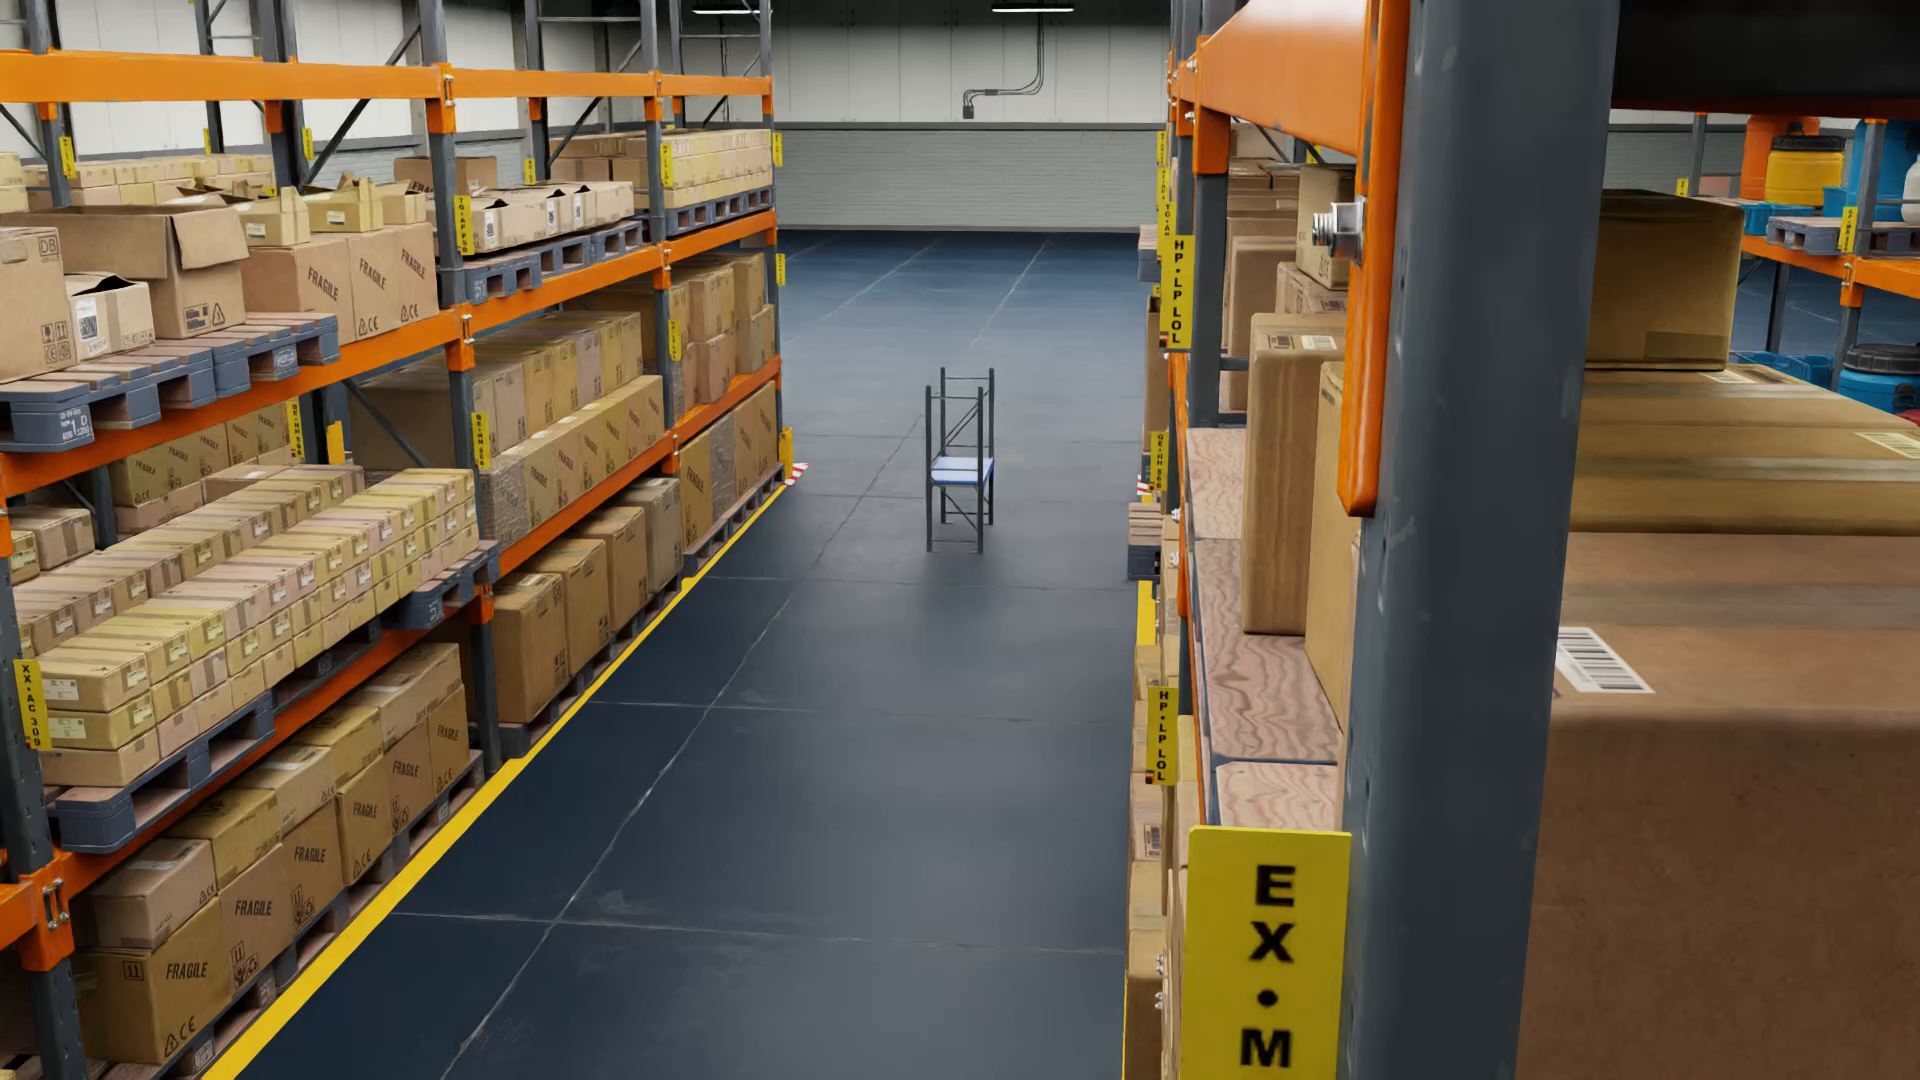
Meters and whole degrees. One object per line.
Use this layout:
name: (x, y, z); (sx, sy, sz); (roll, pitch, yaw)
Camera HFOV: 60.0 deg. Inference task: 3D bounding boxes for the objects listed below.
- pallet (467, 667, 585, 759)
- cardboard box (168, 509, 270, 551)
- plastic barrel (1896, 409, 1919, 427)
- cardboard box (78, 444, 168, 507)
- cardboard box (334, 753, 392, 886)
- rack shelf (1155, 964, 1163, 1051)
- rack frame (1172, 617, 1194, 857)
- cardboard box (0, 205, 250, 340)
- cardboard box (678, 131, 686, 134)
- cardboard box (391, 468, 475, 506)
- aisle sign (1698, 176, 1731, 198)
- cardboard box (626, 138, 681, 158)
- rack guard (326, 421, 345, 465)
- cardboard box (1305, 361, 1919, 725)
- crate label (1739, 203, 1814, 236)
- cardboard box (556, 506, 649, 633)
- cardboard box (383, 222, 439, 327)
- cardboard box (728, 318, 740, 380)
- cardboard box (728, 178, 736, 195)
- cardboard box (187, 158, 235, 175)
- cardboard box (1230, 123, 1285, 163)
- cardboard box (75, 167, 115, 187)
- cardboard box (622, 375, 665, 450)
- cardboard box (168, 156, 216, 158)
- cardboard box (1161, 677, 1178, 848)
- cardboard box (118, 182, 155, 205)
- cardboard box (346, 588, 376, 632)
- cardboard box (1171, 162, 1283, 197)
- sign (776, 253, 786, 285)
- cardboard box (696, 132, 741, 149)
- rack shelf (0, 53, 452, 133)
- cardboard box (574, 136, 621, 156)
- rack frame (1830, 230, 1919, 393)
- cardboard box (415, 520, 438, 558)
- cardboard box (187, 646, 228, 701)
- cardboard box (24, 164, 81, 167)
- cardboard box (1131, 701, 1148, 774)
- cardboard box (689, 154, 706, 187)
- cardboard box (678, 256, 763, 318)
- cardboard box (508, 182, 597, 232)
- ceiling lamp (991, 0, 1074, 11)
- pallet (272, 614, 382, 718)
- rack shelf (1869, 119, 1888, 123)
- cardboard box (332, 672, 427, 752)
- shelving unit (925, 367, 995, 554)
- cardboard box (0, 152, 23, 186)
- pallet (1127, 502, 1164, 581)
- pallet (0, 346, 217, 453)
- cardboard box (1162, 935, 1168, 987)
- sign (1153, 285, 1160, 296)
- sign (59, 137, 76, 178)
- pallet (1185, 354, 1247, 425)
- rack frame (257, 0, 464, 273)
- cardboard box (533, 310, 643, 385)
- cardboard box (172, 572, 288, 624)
pallet: (-3.129, 1.079, 10.854); (1.003, 0.211, 1.213); (2, 15, 6)
cardboard box: (-3.657, -0.047, 8.214); (0.380, 0.149, 0.250); (2, 15, 9)
plastic barrel: (6.671, -0.608, 11.491); (0.433, 0.535, 0.433); (0, 15, 0)
cardboard box: (-7.437, -0.604, 14.764); (0.500, 0.500, 0.500); (2, 15, 9)
cardboard box: (-3.213, 1.390, 8.348); (0.500, 0.500, 0.500); (1, 15, 4)
rack shelf: (0.947, 2.011, 3.444); (1.077, 0.370, 4.000); (2, 15, 6)
rack frame: (1.172, 1.145, 5.269); (1.000, 3.000, 0.127); (2, 15, 6)
cardboard box: (-3.440, -1.125, 6.913); (0.797, 0.503, 0.637); (1, 15, 6)
cardboard box: (-2.831, -3.828, 15.872); (0.380, 0.149, 0.250); (2, 15, 7)
cardboard box: (-2.893, -0.293, 9.123); (0.380, 0.149, 0.250); (1, 15, 4)
aisle sign: (7.165, -3.104, 16.001); (0.394, 0.787, 0.004); (2, 15, 6)
cardboard box: (-2.463, -3.149, 13.361); (0.380, 0.149, 0.250); (2, 15, 7)
rack guard: (-7.329, -1.033, 18.111); (1.175, 0.500, 0.348); (2, 15, 6)
cardboard box: (0.920, 0.021, 2.492); (0.700, 0.500, 0.500); (1, 15, 2)
crate label: (6.908, -2.722, 14.108); (0.502, 0.251, 0.408); (2, 15, 6)
cardboard box: (-2.935, 0.195, 12.288); (1.050, 0.750, 0.750); (2, 15, 6)
cardboard box: (-3.105, -1.405, 8.762); (0.500, 0.500, 0.500); (2, 15, 6)
cardboard box: (-2.616, -1.830, 15.982); (0.875, 0.550, 0.550); (2, 15, 6)
cardboard box: (-2.264, -3.225, 15.171); (0.380, 0.149, 0.250); (2, 15, 7)
cardboard box: (-7.257, -3.614, 16.077); (0.380, 0.149, 0.250); (2, 15, 6)
cardboard box: (2.603, -3.439, 14.756); (0.500, 0.500, 0.500); (2, 15, 6)
cardboard box: (-7.411, -3.074, 14.078); (0.380, 0.149, 0.250); (2, 15, 8)
cardboard box: (-2.635, -1.007, 13.036); (0.500, 0.500, 0.500); (2, 15, 6)
cardboard box: (-7.665, -3.756, 16.600); (0.380, 0.149, 0.250); (2, 15, 6)
cardboard box: (1.017, 0.839, 6.208); (0.500, 0.500, 0.500); (2, 15, 8)
cardboard box: (-7.401, -2.981, 14.499); (0.500, 0.250, 0.500); (2, 15, 6)
cardboard box: (-3.042, 0.328, 7.968); (0.380, 0.149, 0.250); (2, 15, 8)
cardboard box: (1.818, -2.267, 11.138); (0.797, 0.503, 0.637); (2, 15, 9)
sign: (-1.853, -2.793, 17.161); (0.100, 0.325, 0.005); (2, 15, 6)
cardboard box: (-2.235, -3.675, 15.306); (0.380, 0.149, 0.250); (1, 15, 5)
rack shelf: (-3.519, -1.902, 7.187); (1.077, 0.370, 4.000); (2, 15, 6)
cardboard box: (-3.060, -3.300, 13.917); (0.380, 0.149, 0.250); (2, 15, 6)
rack frame: (6.997, -0.784, 12.402); (1.000, 3.000, 0.127); (2, 15, 6)
cardboard box: (-2.952, -0.011, 8.649); (0.380, 0.149, 0.250); (2, 15, 8)
cardboard box: (-3.187, 0.525, 6.669); (0.380, 0.149, 0.250); (2, 15, 8)
cardboard box: (-7.982, -3.228, 14.647); (0.380, 0.149, 0.250); (2, 15, 8)
cardboard box: (1.417, 1.340, 7.814); (1.225, 0.875, 0.875); (2, 15, 6)
cardboard box: (-2.453, -3.122, 14.023); (0.500, 0.250, 0.500); (2, 15, 6)
cardboard box: (-2.441, -2.493, 16.366); (0.875, 0.550, 0.550); (2, 15, 6)
cardboard box: (-2.821, -2.297, 11.426); (0.500, 0.311, 0.500); (1, 15, 4)
ceiling lamp: (1.784, -14.385, 40.027); (2.000, 3.185, 0.800); (2, 15, 6)
pallet: (-3.476, 0.543, 7.864); (1.003, 0.211, 1.213); (2, 15, 6)
rack shelf: (6.771, -2.621, 9.847); (1.077, 0.370, 4.000); (2, 15, 6)
cardboard box: (-3.156, 0.894, 8.746); (0.500, 0.250, 0.500); (2, 15, 7)
shelving unit: (0.010, -0.746, 15.136); (0.538, 1.500, 1.048); (2, 15, 6)
cardboard box: (-7.710, -2.887, 12.960); (0.500, 0.250, 0.500); (2, 15, 8)
pallet: (1.598, 0.012, 9.825); (1.213, 0.211, 1.003); (2, 15, 6)
pallet: (-3.569, -0.542, 6.119); (1.213, 0.211, 1.003); (2, 15, 6)
cardboard box: (0.809, 1.333, 5.054); (0.380, 0.149, 0.250); (2, 15, 6)
sign: (1.987, -2.401, 16.725); (0.100, 0.325, 0.005); (2, 15, 6)
sign: (-7.220, -3.094, 13.454); (0.100, 0.325, 0.005); (2, 15, 6)
pallet: (1.227, -0.450, 5.787); (0.805, 0.209, 1.217); (1, 15, 4)
rack frame: (-3.293, -2.961, 8.959); (1.000, 3.000, 0.127); (2, 15, 6)
cardboard box: (-2.892, -1.504, 12.959); (0.700, 0.500, 0.500); (1, 15, 5)
cardboard box: (-3.127, 0.246, 7.132); (0.380, 0.149, 0.250); (2, 15, 6)
